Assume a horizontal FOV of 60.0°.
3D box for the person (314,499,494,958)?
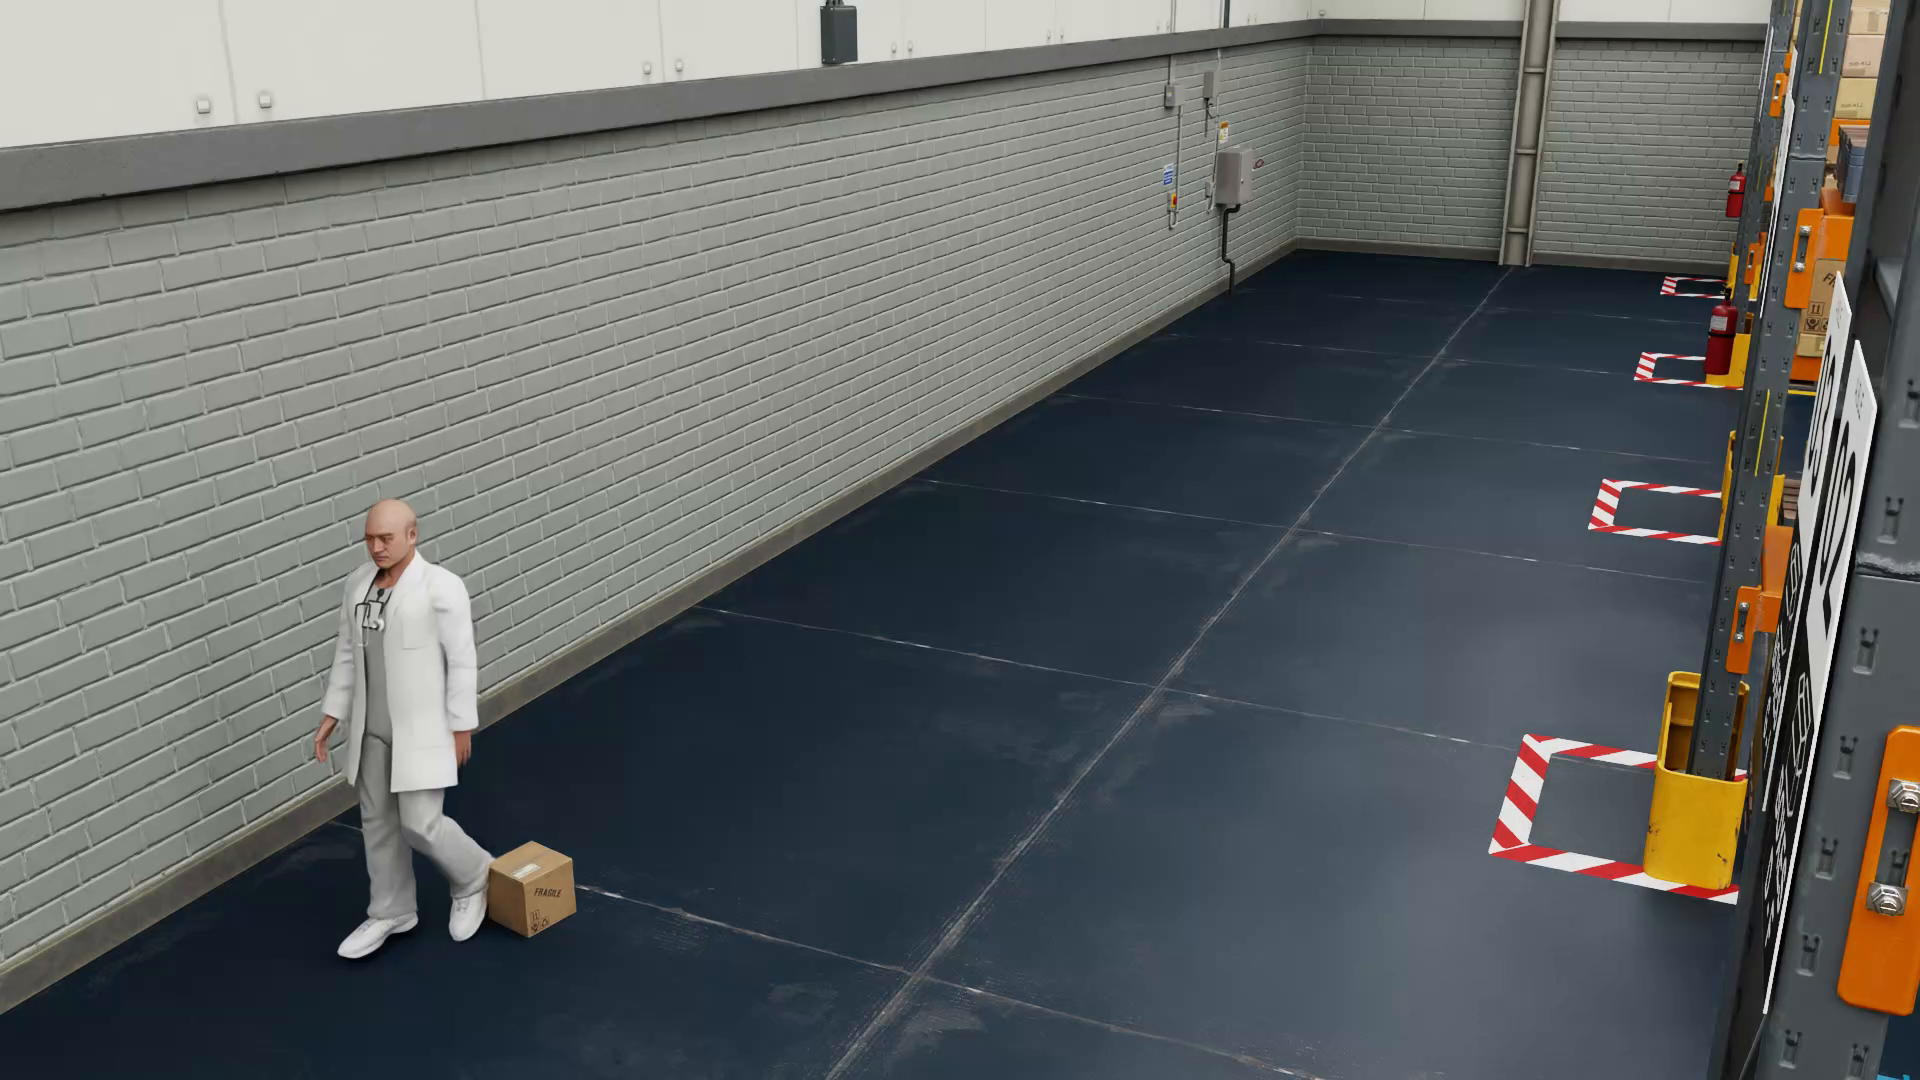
[{"bbox_3d":[-2.170,0.731,6.385,0.601,1.781,0.625,8,20,23],"label":"person"}]
